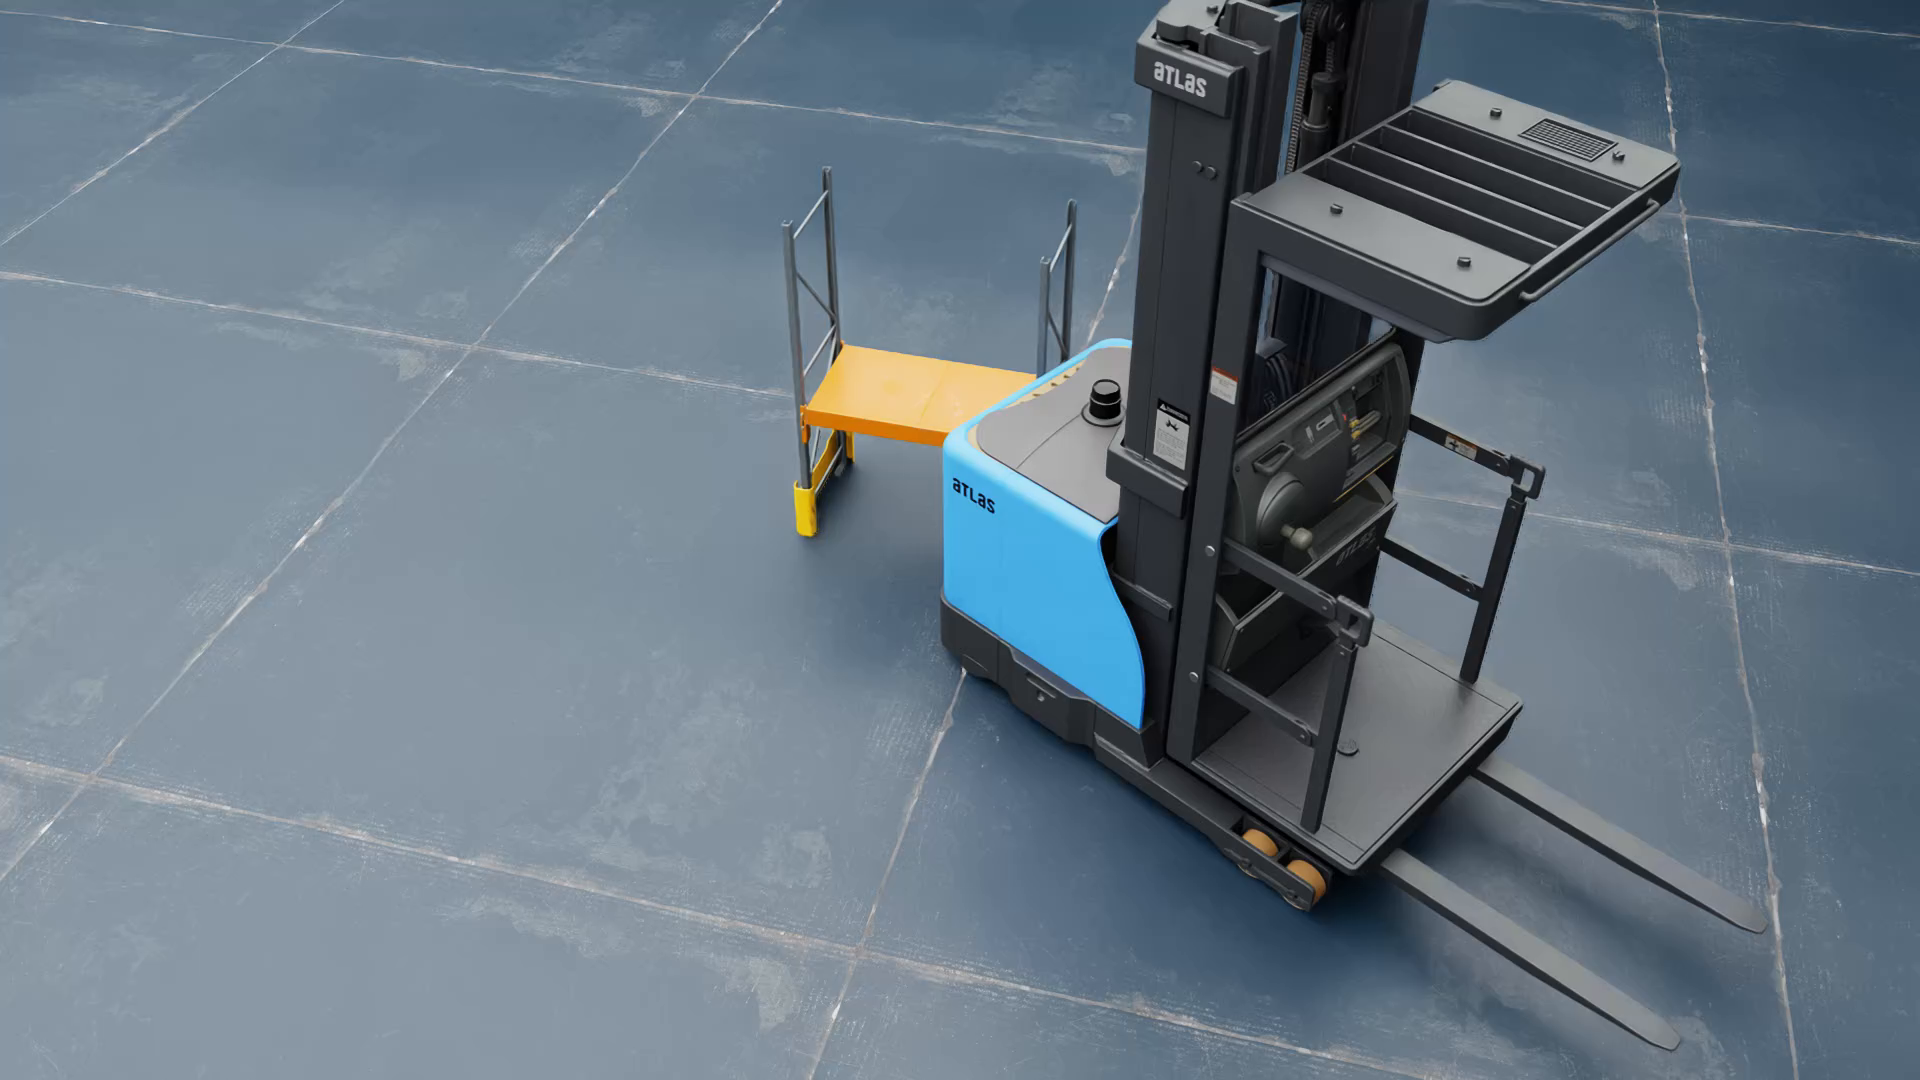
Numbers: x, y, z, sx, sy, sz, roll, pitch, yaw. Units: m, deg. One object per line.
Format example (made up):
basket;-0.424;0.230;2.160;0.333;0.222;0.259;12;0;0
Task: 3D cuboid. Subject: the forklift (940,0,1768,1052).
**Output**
forklift;1.324;-0.233;5.249;3.031;2.935;1.130;32;50;33

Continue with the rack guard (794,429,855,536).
rack guard;-0.600;-0.301;7.414;0.087;0.250;0.587;10;41;12

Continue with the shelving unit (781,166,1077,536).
shelving unit;-0.121;-0.692;6.908;1.083;1.500;0.587;10;41;12

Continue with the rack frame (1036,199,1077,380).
rack frame;0.377;-0.602;6.801;0.032;1.500;0.500;10;41;12

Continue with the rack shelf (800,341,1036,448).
rack shelf;-0.112;-0.553;7.022;1.000;0.185;0.538;10;41;12

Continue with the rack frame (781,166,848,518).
rack frame;-0.601;-0.779;7.012;0.032;1.500;0.500;10;41;12
